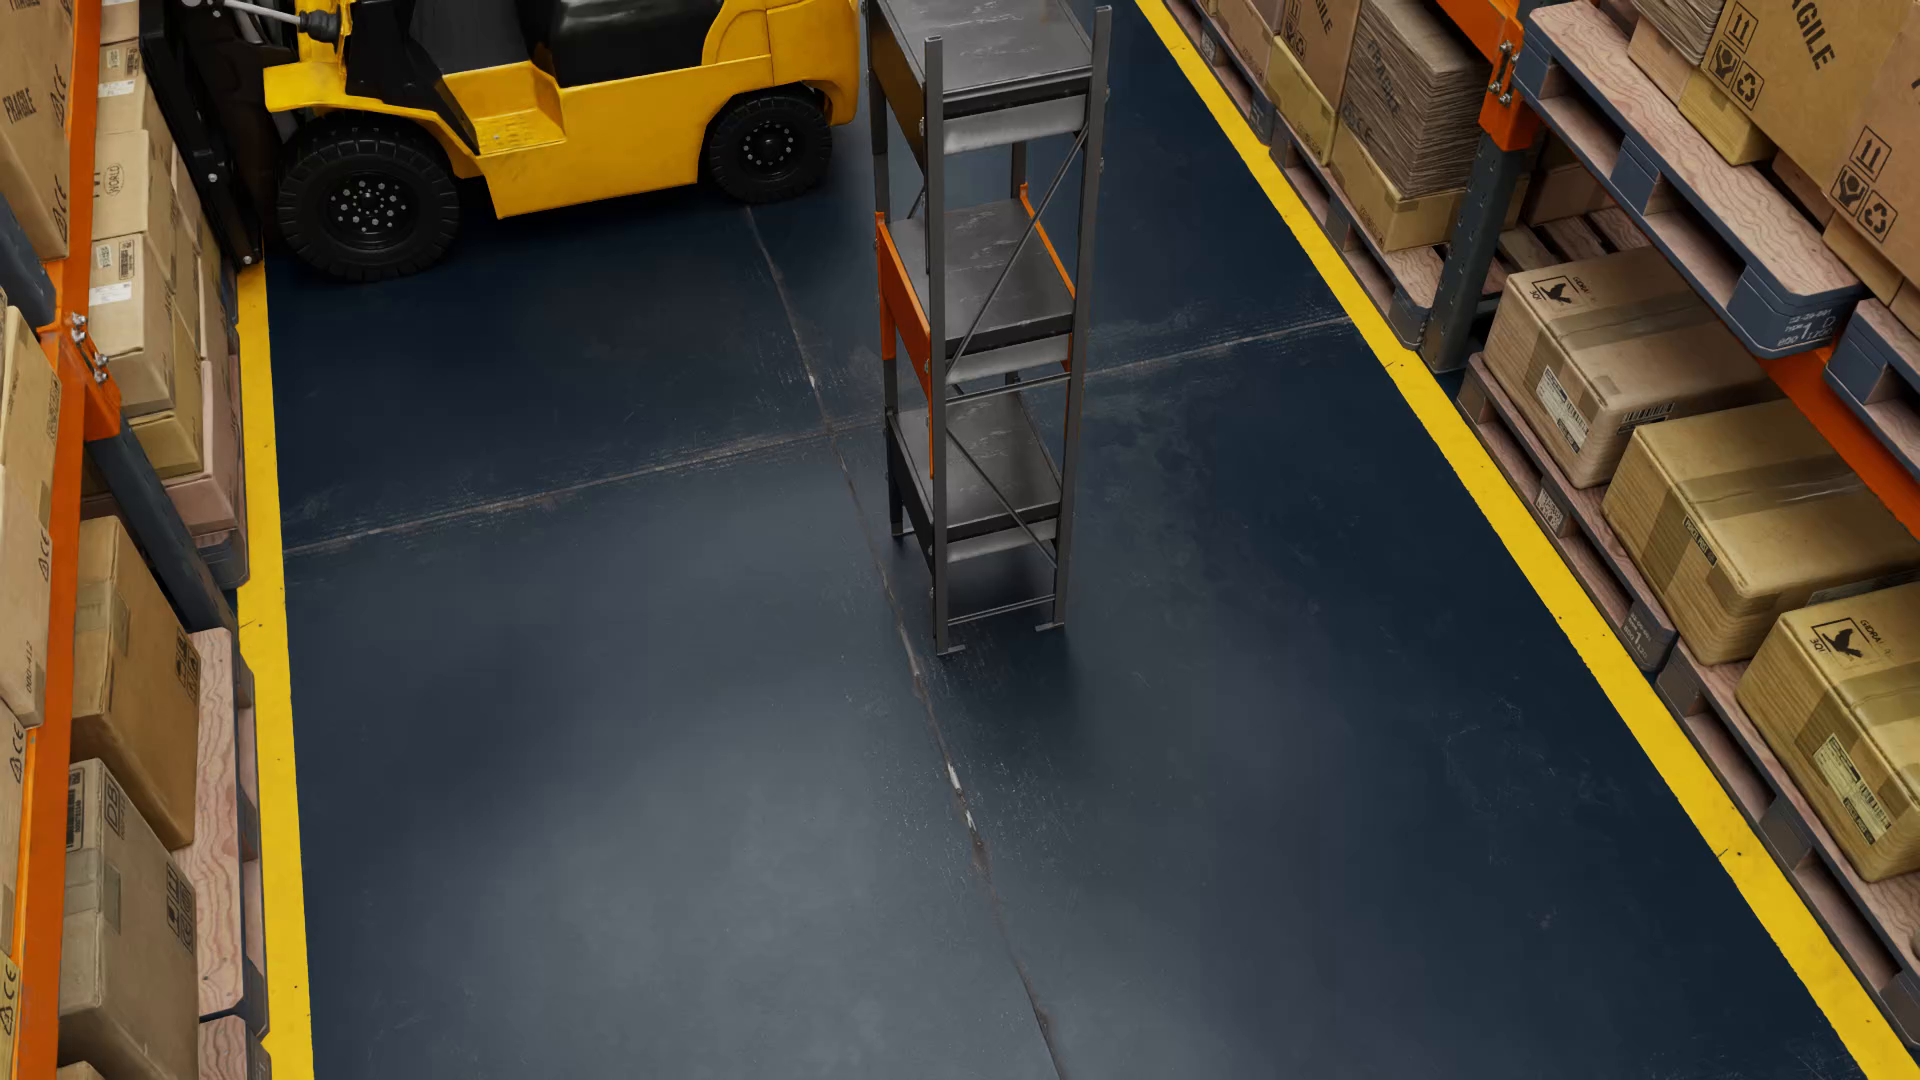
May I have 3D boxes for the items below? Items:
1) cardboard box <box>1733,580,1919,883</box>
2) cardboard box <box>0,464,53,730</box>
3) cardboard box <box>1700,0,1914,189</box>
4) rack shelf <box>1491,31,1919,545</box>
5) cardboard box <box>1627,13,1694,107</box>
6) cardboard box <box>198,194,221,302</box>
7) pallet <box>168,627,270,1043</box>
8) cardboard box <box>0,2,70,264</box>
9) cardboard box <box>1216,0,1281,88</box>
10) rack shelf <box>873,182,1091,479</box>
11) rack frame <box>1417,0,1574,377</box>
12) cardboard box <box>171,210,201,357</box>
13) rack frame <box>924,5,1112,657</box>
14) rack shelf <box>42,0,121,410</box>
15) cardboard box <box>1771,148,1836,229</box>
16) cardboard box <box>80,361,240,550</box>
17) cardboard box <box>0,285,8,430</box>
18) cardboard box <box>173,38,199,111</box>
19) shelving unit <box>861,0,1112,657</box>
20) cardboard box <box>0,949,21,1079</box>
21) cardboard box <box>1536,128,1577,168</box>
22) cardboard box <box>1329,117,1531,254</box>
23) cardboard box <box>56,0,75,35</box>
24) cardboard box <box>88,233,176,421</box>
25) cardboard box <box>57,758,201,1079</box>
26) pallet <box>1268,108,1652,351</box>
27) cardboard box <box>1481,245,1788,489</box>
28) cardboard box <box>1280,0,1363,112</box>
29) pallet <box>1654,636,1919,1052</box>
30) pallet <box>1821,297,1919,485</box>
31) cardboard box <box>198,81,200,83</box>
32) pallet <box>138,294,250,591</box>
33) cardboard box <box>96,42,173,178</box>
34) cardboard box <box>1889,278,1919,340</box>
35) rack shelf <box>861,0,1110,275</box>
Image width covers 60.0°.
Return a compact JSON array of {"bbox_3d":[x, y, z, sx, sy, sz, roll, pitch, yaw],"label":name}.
[{"bbox_3d":[2.672,0.438,4.363,0.950,0.372,0.625,-12,51,-10],"label":"cardboard box"},{"bbox_3d":[-2.096,0.161,3.251,0.500,0.250,0.500,-14,51,-11],"label":"cardboard box"},{"bbox_3d":[2.105,-1.178,3.747,0.500,0.500,0.500,-13,51,-11],"label":"cardboard box"},{"bbox_3d":[2.683,0.005,3.754,1.077,0.370,4.000,-13,51,-11],"label":"rack shelf"},{"bbox_3d":[1.953,-1.267,4.246,0.380,0.149,0.250,-13,51,-10],"label":"cardboard box"},{"bbox_3d":[-2.807,-0.979,5.637,0.500,0.250,0.500,-13,51,-10],"label":"cardboard box"},{"bbox_3d":[-2.394,0.866,4.382,1.003,0.211,1.213,-13,51,-11],"label":"pallet"},{"bbox_3d":[-2.531,-0.978,4.047,0.500,0.500,0.500,-15,51,-12],"label":"cardboard box"},{"bbox_3d":[1.347,-2.067,6.554,0.500,0.250,0.500,-13,51,-10],"label":"cardboard box"},{"bbox_3d":[0.049,-0.547,4.356,0.431,0.518,0.480,-13,51,-11],"label":"rack shelf"},{"bbox_3d":[2.092,-1.687,4.711,1.000,3.000,0.127,-13,51,-11],"label":"rack frame"},{"bbox_3d":[-2.648,-0.763,5.128,0.500,0.250,0.500,-14,51,-11],"label":"cardboard box"},{"bbox_3d":[0.121,-0.378,4.195,0.400,2.100,0.015,-13,51,-11],"label":"rack frame"},{"bbox_3d":[-3.240,-1.791,5.269,1.077,0.370,4.000,-13,51,-11],"label":"rack shelf"},{"bbox_3d":[2.176,-0.893,3.930,0.380,0.149,0.250,-10,51,-9],"label":"cardboard box"},{"bbox_3d":[-2.476,-0.240,5.014,0.500,0.250,0.500,-13,51,-11],"label":"cardboard box"},{"bbox_3d":[-2.259,-0.374,3.375,0.500,0.250,0.500,-14,51,-12],"label":"cardboard box"},{"bbox_3d":[-2.934,-1.502,5.751,0.500,0.250,0.500,-13,51,-11],"label":"cardboard box"},{"bbox_3d":[0.049,-0.556,4.345,0.431,2.100,0.503,-13,51,-11],"label":"shelving unit"},{"bbox_3d":[-1.818,0.906,2.623,0.500,0.250,0.500,-12,51,-10],"label":"cardboard box"},{"bbox_3d":[2.175,-1.670,5.729,0.500,0.500,0.500,-11,51,-9],"label":"cardboard box"},{"bbox_3d":[1.660,-1.308,5.914,0.500,0.250,0.500,-11,51,-9],"label":"cardboard box"},{"bbox_3d":[-2.851,-1.724,4.676,0.500,0.500,0.500,-14,51,-11],"label":"cardboard box"},{"bbox_3d":[-2.492,-0.558,4.628,0.500,0.250,0.500,-14,51,-12],"label":"cardboard box"},{"bbox_3d":[-2.262,1.015,3.711,0.875,0.625,0.625,-14,51,-11],"label":"cardboard box"},{"bbox_3d":[1.859,-1.271,6.184,1.003,0.211,1.213,-13,51,-11],"label":"pallet"},{"bbox_3d":[2.249,-0.593,5.232,0.950,0.372,0.625,-13,51,-11],"label":"cardboard box"},{"bbox_3d":[1.508,-1.921,5.941,0.500,0.500,0.500,-12,51,-10],"label":"cardboard box"},{"bbox_3d":[2.688,0.672,4.545,1.003,0.211,1.213,-13,51,-11],"label":"pallet"},{"bbox_3d":[2.650,-0.141,3.532,1.003,0.211,1.213,-13,51,-11],"label":"pallet"},{"bbox_3d":[-3.114,-1.728,6.269,0.500,0.250,0.500,-13,51,-11],"label":"cardboard box"},{"bbox_3d":[-2.844,-0.254,5.326,1.003,0.211,1.213,-13,51,-11],"label":"pallet"},{"bbox_3d":[-2.792,-1.295,5.249,0.500,0.250,0.500,-12,51,-10],"label":"cardboard box"},{"bbox_3d":[2.283,-0.514,3.611,0.380,0.149,0.250,-13,51,-11],"label":"cardboard box"},{"bbox_3d":[0.049,-0.998,3.821,0.431,0.518,0.480,-13,51,-11],"label":"rack shelf"}]
